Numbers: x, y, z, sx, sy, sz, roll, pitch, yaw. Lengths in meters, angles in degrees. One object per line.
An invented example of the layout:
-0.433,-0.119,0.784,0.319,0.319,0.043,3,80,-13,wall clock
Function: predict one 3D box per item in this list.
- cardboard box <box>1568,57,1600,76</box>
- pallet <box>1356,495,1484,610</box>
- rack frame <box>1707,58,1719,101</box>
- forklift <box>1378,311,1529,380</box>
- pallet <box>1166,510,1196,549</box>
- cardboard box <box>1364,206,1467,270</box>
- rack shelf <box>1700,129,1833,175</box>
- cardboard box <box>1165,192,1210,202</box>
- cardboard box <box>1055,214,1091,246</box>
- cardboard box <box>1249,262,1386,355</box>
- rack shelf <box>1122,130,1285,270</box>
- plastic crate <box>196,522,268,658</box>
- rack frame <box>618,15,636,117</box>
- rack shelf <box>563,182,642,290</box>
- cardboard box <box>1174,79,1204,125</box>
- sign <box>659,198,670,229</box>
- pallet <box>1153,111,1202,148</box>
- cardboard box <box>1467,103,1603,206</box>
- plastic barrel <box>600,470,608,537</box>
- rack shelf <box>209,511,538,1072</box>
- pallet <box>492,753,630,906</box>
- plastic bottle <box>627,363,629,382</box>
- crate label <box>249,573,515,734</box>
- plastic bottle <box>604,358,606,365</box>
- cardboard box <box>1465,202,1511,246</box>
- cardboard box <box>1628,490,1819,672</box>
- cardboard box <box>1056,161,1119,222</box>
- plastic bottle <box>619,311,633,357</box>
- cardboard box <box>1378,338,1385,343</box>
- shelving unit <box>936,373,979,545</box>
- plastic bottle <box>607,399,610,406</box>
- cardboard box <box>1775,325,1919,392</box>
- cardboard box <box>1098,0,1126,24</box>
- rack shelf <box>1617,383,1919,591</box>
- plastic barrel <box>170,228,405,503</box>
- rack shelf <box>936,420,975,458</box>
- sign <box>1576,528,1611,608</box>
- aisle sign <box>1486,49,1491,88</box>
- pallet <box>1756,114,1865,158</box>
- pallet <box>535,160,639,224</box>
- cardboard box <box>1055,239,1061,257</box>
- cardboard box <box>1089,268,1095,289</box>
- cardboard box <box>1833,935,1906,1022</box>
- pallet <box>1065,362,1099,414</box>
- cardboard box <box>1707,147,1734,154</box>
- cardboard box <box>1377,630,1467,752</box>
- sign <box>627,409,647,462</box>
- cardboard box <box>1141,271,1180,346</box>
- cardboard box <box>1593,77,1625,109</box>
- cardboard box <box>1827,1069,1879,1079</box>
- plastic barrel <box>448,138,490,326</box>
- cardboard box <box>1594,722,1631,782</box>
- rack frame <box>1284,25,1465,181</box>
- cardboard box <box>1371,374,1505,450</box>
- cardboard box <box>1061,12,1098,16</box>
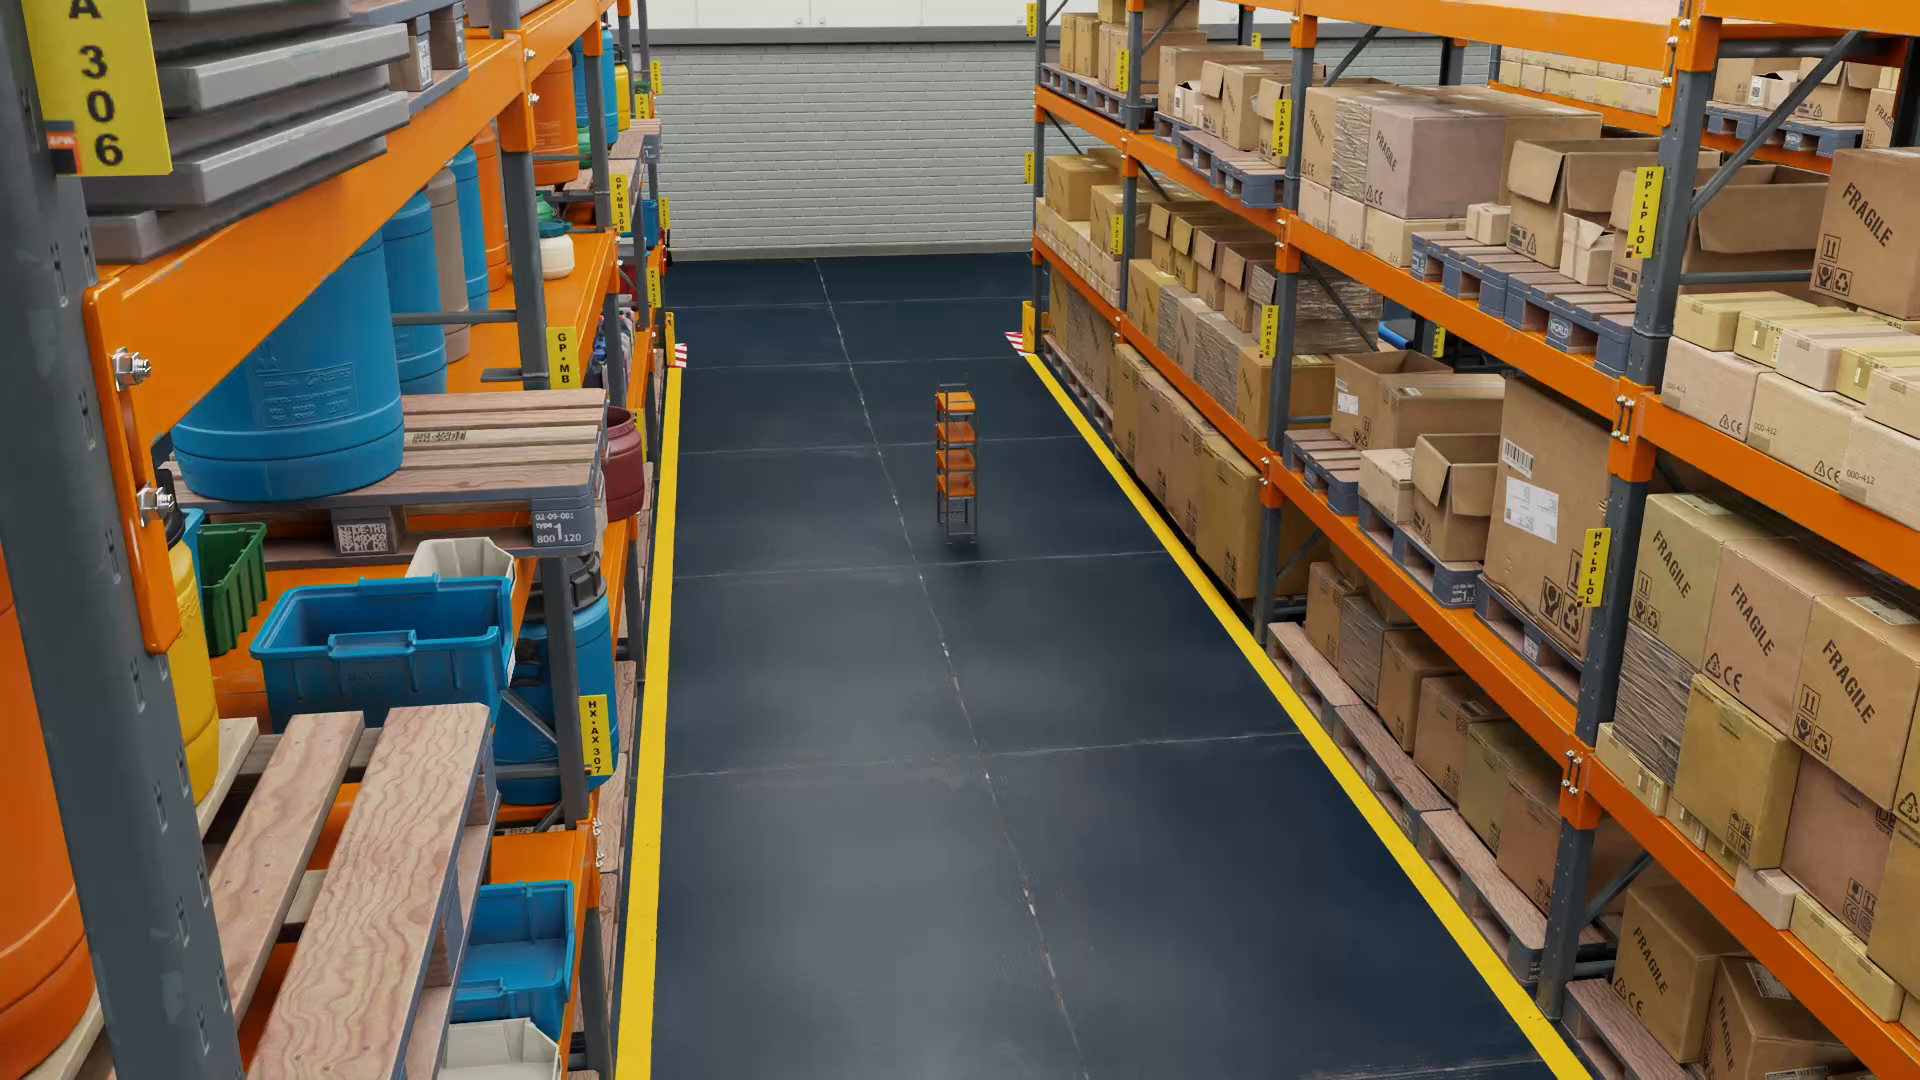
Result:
6.228,-4.620,16.011,0.500,0.250,0.500,-4,21,-10,cardboard box
2.767,0.011,8.673,1.003,0.211,1.213,-3,21,-8,pallet
6.787,-5.172,13.703,1.000,3.000,0.127,-3,21,-8,rack frame
4.395,-1.842,13.458,1.130,2.935,3.031,-3,21,-8,forklift
2.229,-0.154,12.826,1.003,0.211,1.213,-3,21,-8,pallet
2.414,-1.566,8.549,0.500,0.250,0.500,-2,21,-7,cardboard box
7.075,-2.738,12.500,1.077,0.370,4.000,-3,21,-8,rack shelf
2.048,-2.746,14.498,0.500,0.500,0.500,-3,21,-8,cardboard box
1.240,-3.067,16.430,0.500,0.250,0.500,-4,21,-10,cardboard box
2.351,-1.533,10.956,0.797,0.503,0.637,-2,21,-6,cardboard box
2.153,-2.523,11.924,1.077,0.370,4.000,-3,21,-8,rack shelf
-1.926,0.127,4.105,0.336,0.188,0.450,-3,21,-8,plastic crate
-3.037,-4.707,12.458,1.000,3.000,0.127,-3,21,-8,rack frame
-2.749,-2.273,11.255,1.077,0.370,4.000,-3,21,-8,rack shelf
1.933,-3.323,12.565,0.500,0.311,0.500,-4,21,-10,cardboard box
-3.072,-3.392,17.277,0.100,0.325,0.005,-3,21,-8,sign
2.045,-3.147,12.842,0.805,0.209,1.217,-4,21,-10,pallet
2.898,-1.946,8.496,0.500,0.500,0.500,-3,21,-7,cardboard box
-2.101,-0.219,8.856,0.421,0.512,0.421,0,20,0,plastic barrel
-1.596,0.497,3.839,1.077,0.370,4.000,-3,21,-8,rack shelf
-2.215,1.486,8.436,1.003,0.211,1.213,-3,21,-8,pallet
-2.438,-1.217,11.971,0.097,0.201,0.097,0,20,0,plastic bottle
-1.250,0.258,3.665,0.502,0.251,0.408,-3,21,-8,crate label
-2.479,-1.201,11.827,0.097,0.271,0.097,0,20,0,plastic bottle
2.648,-1.514,7.928,0.380,0.166,0.250,-3,21,-9,cardboard box
2.831,0.137,6.065,0.500,0.500,0.500,-3,21,-8,cardboard box
1.242,-3.420,16.304,0.500,0.500,0.500,-3,21,-9,cardboard box
-2.581,-1.572,12.709,0.144,0.351,0.185,-3,21,-8,plastic bottle
2.563,-1.169,11.416,0.500,0.500,0.500,-3,21,-9,cardboard box
-0.024,-0.619,12.660,0.258,1.200,0.503,-3,21,-8,shelving unit
-2.270,-0.780,10.695,0.152,0.276,0.135,-3,21,-8,plastic bottle
2.883,-0.586,5.357,0.380,0.149,0.250,-3,21,-7,cardboard box
1.569,-4.879,15.247,0.500,0.250,0.500,-4,21,-9,cardboard box
3.306,0.247,4.508,1.077,0.370,4.000,-3,21,-8,rack shelf
-1.846,-0.614,4.469,0.600,0.901,0.708,-3,21,-8,plastic barrel
-0.024,-0.766,12.605,0.258,0.148,0.480,-3,21,-8,rack shelf
2.469,0.110,6.480,0.100,0.325,0.005,-3,21,-8,sign
5.903,-4.975,18.033,0.394,0.787,0.004,-3,21,-8,aisle sign
6.923,-3.101,12.713,1.213,0.211,1.003,-3,21,-8,pallet
-2.474,-2.099,10.031,1.003,0.211,1.213,-3,21,-8,pallet
1.162,-2.919,16.603,0.380,0.149,0.250,-3,21,-9,cardboard box
1.385,-2.385,15.174,0.380,0.149,0.250,-3,21,-7,cardboard box
2.980,1.349,5.176,0.380,0.149,0.250,-3,21,-8,cardboard box
1.653,-1.531,16.514,1.003,0.211,1.213,-3,21,-8,pallet
6.873,-3.364,15.438,0.500,0.500,0.500,-4,21,-9,cardboard box
2.738,0.821,9.174,0.700,0.500,0.500,-1,21,-3,cardboard box
-1.917,-0.619,9.852,0.100,0.325,0.005,-3,21,-8,sign
1.757,-1.848,13.233,0.500,0.500,0.500,-3,21,-8,cardboard box
6.315,-4.202,15.608,0.500,0.250,0.500,-3,21,-8,cardboard box
3.293,2.147,5.654,0.500,0.500,0.500,-5,21,-13,cardboard box
-2.360,-1.385,7.134,0.600,0.901,0.708,-3,21,-8,plastic barrel
2.751,0.830,6.565,0.380,0.149,0.250,-3,21,-8,cardboard box
2.441,-3.572,9.419,1.000,3.000,0.127,-3,21,-8,rack frame
2.738,-0.632,9.379,0.700,0.500,0.500,0,20,0,cardboard box
1.416,-5.050,16.777,0.700,0.500,0.500,-4,21,-11,cardboard box
